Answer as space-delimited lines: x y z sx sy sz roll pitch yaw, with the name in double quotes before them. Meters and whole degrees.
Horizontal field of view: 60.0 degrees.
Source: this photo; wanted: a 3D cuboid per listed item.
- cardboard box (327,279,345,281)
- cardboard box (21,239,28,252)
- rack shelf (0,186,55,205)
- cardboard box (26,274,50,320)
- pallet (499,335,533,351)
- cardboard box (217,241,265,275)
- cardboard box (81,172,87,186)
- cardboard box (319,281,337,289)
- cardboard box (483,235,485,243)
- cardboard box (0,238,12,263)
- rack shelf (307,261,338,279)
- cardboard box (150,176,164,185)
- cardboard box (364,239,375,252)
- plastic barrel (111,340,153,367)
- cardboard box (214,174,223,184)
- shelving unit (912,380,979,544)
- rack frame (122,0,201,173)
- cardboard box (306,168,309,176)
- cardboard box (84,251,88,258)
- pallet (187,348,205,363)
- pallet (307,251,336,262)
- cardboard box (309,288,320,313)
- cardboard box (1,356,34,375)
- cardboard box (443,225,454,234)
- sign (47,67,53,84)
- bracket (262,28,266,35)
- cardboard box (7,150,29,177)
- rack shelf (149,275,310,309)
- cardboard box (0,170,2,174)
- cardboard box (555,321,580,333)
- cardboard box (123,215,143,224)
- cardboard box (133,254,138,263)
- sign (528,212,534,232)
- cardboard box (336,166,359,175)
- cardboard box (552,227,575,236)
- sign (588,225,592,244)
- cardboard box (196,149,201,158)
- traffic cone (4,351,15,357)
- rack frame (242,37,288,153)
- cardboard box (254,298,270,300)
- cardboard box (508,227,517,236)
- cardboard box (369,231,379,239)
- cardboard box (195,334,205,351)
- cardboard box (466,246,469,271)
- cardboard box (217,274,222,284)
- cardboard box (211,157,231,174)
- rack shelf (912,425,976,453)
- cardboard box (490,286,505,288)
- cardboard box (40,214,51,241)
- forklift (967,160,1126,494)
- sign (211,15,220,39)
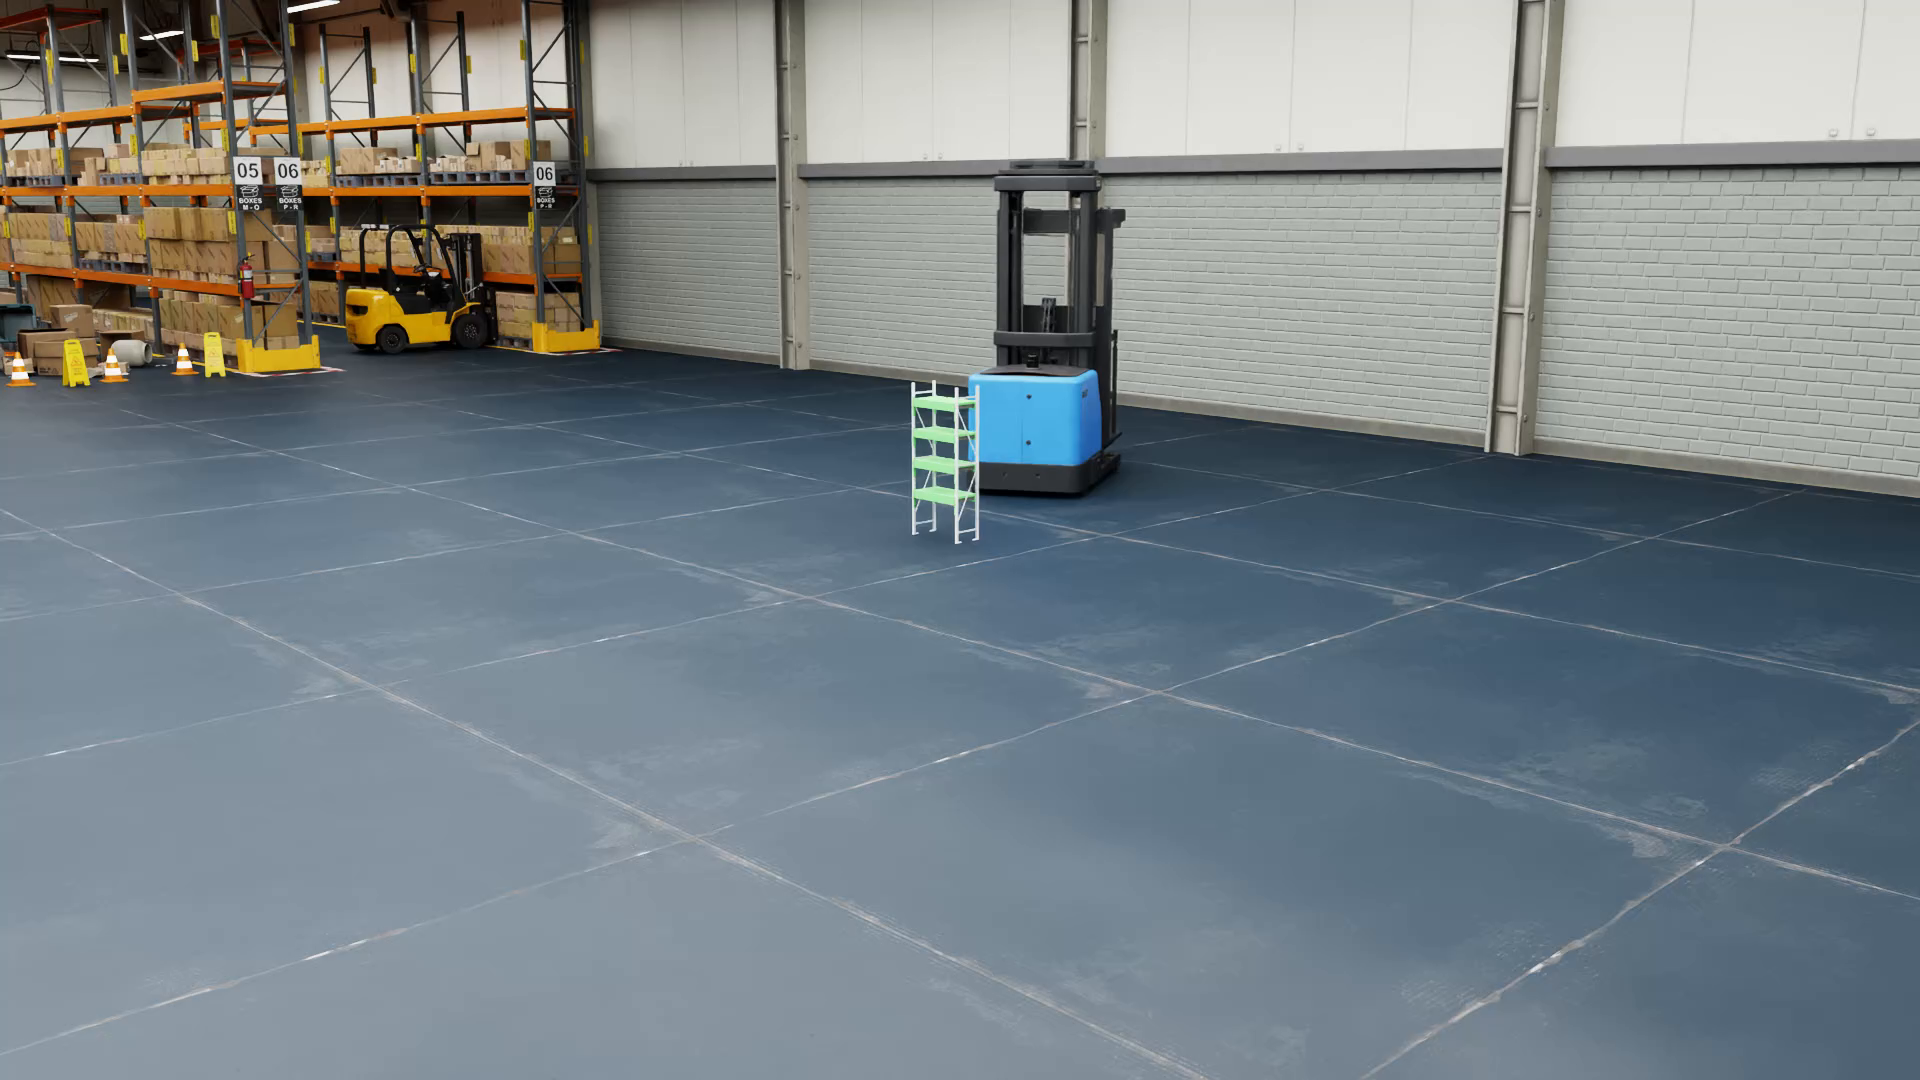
"cardboard box" -13.462 -5.554 35.984 0.380 0.149 0.250 -11 16 -42
"cardboard box" -18.265 -5.842 32.965 0.500 0.250 0.500 -11 16 -42
"rack shelf" -20.126 -7.255 35.039 1.077 0.370 4.000 -11 16 -43
"cardboard box" -18.259 -4.932 33.640 0.875 0.875 0.875 -10 15 -41
"pallet" -7.429 -3.527 29.507 1.003 0.211 1.213 -11 16 -43
"cardboard box" -11.032 -4.330 25.510 0.500 0.500 0.500 -11 16 -44
"cardboard box" -15.712 -6.559 30.211 0.396 0.266 0.258 -11 16 -43
"cardboard box" -13.280 -5.370 35.091 0.250 0.149 0.380 11 16 43
"cardboard box" -8.323 -5.398 29.823 0.380 0.149 0.250 -11 16 -43
"cardboard box" -19.250 -5.927 33.998 0.500 0.500 0.500 -11 16 -42
"rack shelf" -13.776 -5.894 35.869 1.077 0.370 4.000 -11 16 -43
"cardboard box" -13.044 -5.898 27.297 0.380 0.149 0.250 -11 16 -42
"cardboard box" -11.572 -5.875 33.126 0.500 0.250 0.500 11 16 44
"plastic barrel" -12.979 -2.923 26.051 0.512 0.421 0.421 -1 12 -4
"cardboard box" -11.102 -5.486 25.293 0.380 0.149 0.250 -11 16 -42
"shelving unit" -0.114 -0.612 12.908 0.258 1.200 0.503 -11 16 -43
"rack frame" -13.220 -7.617 27.580 1.000 3.000 0.127 -11 16 -43
"cardboard box" -13.481 -7.720 34.897 0.380 0.149 0.250 -11 16 -42
"cardboard box" -15.893 -5.271 30.646 0.250 0.149 0.380 11 16 42
"pallet" -11.884 -3.041 27.151 1.003 0.211 1.213 -11 16 -43
"pallet" -12.914 -5.950 34.831 1.213 0.211 1.003 -11 16 -43
"cardboard box" -13.544 -5.118 35.474 0.500 0.500 0.500 -10 15 -40
"cardboard box" -14.211 -2.641 25.070 0.396 0.266 0.258 -8 14 -33
"cardboard box" -9.368 -5.772 30.901 0.380 0.149 0.250 -11 16 -42
"sign" -18.361 -9.358 33.521 0.100 0.325 0.005 -11 16 -43
"bracket" -15.530 -11.478 37.401 0.235 0.232 0.430 -11 16 -43
"cardboard box" -18.346 -7.401 32.677 0.500 0.500 0.500 -11 16 -44
"rack shelf" -11.839 -4.034 26.842 1.077 0.370 4.000 -11 16 -43
"cardboard box" -19.417 -7.553 33.747 0.396 0.266 0.258 -10 15 -41
"cardboard box" -7.068 -3.745 29.428 0.500 0.250 0.500 -11 16 -42
"cardboard box" -14.188 -5.531 28.691 0.250 0.149 0.380 11 16 43
"cardboard box" -13.945 -4.839 28.545 0.250 0.149 0.380 11 16 43
"sign" -7.272 -5.396 28.214 0.100 0.325 0.005 -11 16 -43
"cardboard box" -12.374 -7.471 33.595 0.380 0.166 0.250 -11 16 -43
"cardboard box" -6.948 -5.378 28.989 0.380 0.149 0.250 -11 16 -44
"sign" -6.465 -5.326 28.988 0.100 0.325 0.005 -11 16 -43
"cardboard box" -11.708 -6.040 26.007 0.250 0.149 0.380 11 16 44
"traffic cone" -16.013 -3.325 27.902 0.336 0.463 0.334 -11 16 -43
"rack frame" -15.157 -9.476 36.607 1.000 3.000 0.127 -11 16 -43
"cardboard box" -15.755 -5.388 37.654 0.250 0.149 0.380 11 16 43
"cardboard box" -7.663 -5.388 29.039 0.380 0.149 0.250 -10 16 -41
"cardboard box" -11.489 -6.047 32.972 0.380 0.149 0.250 -10 16 -41
"cardboard box" -11.928 -3.186 26.717 0.500 0.250 0.500 11 16 43
"cardboard box" -8.793 -5.171 30.329 0.500 0.500 0.500 -11 16 -43
"cardboard box" -11.288 -4.058 25.798 0.380 0.149 0.250 -11 16 -44
"cardboard box" -11.006 -5.673 25.215 0.500 0.250 0.500 -11 16 -43
"rack shelf" -0.114 -0.784 12.872 0.258 0.148 0.480 -11 16 -43
"cardboard box" -8.792 -4.603 31.113 0.500 0.250 0.500 -11 16 -43
"cardboard box" -17.227 -5.987 31.812 0.500 0.500 0.500 -11 16 -43
"forklift" 0.946 -2.096 15.820 1.130 2.935 3.031 3 12 15
"sign" -10.873 -7.494 24.276 0.100 0.325 0.005 -11 16 -43
